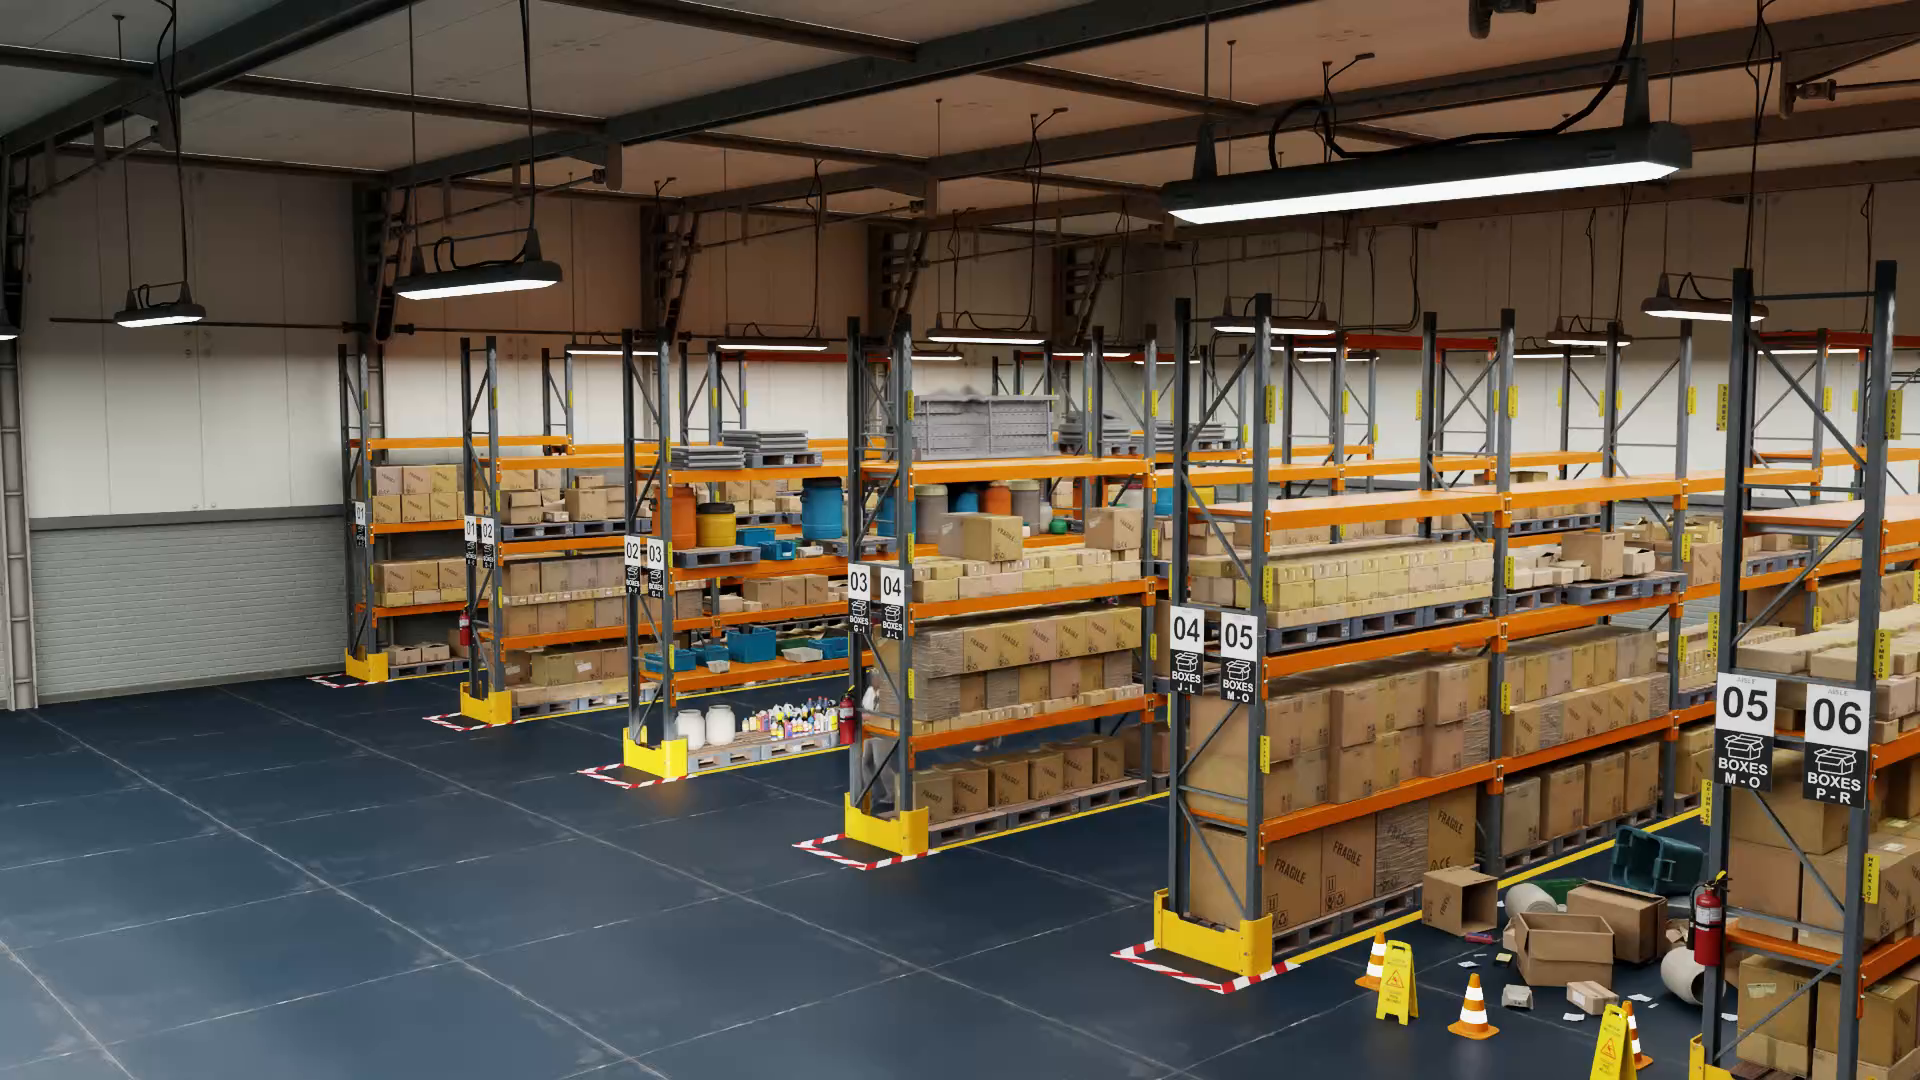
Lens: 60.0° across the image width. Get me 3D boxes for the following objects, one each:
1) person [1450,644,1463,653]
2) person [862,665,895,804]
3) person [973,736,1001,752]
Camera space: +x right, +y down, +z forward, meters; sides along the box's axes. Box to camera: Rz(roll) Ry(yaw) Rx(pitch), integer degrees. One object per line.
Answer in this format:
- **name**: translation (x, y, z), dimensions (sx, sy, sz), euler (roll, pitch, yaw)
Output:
- **person**: translation (6.954, 2.269, 23.373), dimensions (0.620, 1.611, 0.803), euler (5, 7, 44)
- **person**: translation (-1.045, 2.457, 20.580), dimensions (0.630, 1.847, 0.641), euler (5, 7, 44)
- **person**: translation (0.348, 2.039, 22.557), dimensions (0.580, 1.631, 0.553), euler (4, 6, 37)
